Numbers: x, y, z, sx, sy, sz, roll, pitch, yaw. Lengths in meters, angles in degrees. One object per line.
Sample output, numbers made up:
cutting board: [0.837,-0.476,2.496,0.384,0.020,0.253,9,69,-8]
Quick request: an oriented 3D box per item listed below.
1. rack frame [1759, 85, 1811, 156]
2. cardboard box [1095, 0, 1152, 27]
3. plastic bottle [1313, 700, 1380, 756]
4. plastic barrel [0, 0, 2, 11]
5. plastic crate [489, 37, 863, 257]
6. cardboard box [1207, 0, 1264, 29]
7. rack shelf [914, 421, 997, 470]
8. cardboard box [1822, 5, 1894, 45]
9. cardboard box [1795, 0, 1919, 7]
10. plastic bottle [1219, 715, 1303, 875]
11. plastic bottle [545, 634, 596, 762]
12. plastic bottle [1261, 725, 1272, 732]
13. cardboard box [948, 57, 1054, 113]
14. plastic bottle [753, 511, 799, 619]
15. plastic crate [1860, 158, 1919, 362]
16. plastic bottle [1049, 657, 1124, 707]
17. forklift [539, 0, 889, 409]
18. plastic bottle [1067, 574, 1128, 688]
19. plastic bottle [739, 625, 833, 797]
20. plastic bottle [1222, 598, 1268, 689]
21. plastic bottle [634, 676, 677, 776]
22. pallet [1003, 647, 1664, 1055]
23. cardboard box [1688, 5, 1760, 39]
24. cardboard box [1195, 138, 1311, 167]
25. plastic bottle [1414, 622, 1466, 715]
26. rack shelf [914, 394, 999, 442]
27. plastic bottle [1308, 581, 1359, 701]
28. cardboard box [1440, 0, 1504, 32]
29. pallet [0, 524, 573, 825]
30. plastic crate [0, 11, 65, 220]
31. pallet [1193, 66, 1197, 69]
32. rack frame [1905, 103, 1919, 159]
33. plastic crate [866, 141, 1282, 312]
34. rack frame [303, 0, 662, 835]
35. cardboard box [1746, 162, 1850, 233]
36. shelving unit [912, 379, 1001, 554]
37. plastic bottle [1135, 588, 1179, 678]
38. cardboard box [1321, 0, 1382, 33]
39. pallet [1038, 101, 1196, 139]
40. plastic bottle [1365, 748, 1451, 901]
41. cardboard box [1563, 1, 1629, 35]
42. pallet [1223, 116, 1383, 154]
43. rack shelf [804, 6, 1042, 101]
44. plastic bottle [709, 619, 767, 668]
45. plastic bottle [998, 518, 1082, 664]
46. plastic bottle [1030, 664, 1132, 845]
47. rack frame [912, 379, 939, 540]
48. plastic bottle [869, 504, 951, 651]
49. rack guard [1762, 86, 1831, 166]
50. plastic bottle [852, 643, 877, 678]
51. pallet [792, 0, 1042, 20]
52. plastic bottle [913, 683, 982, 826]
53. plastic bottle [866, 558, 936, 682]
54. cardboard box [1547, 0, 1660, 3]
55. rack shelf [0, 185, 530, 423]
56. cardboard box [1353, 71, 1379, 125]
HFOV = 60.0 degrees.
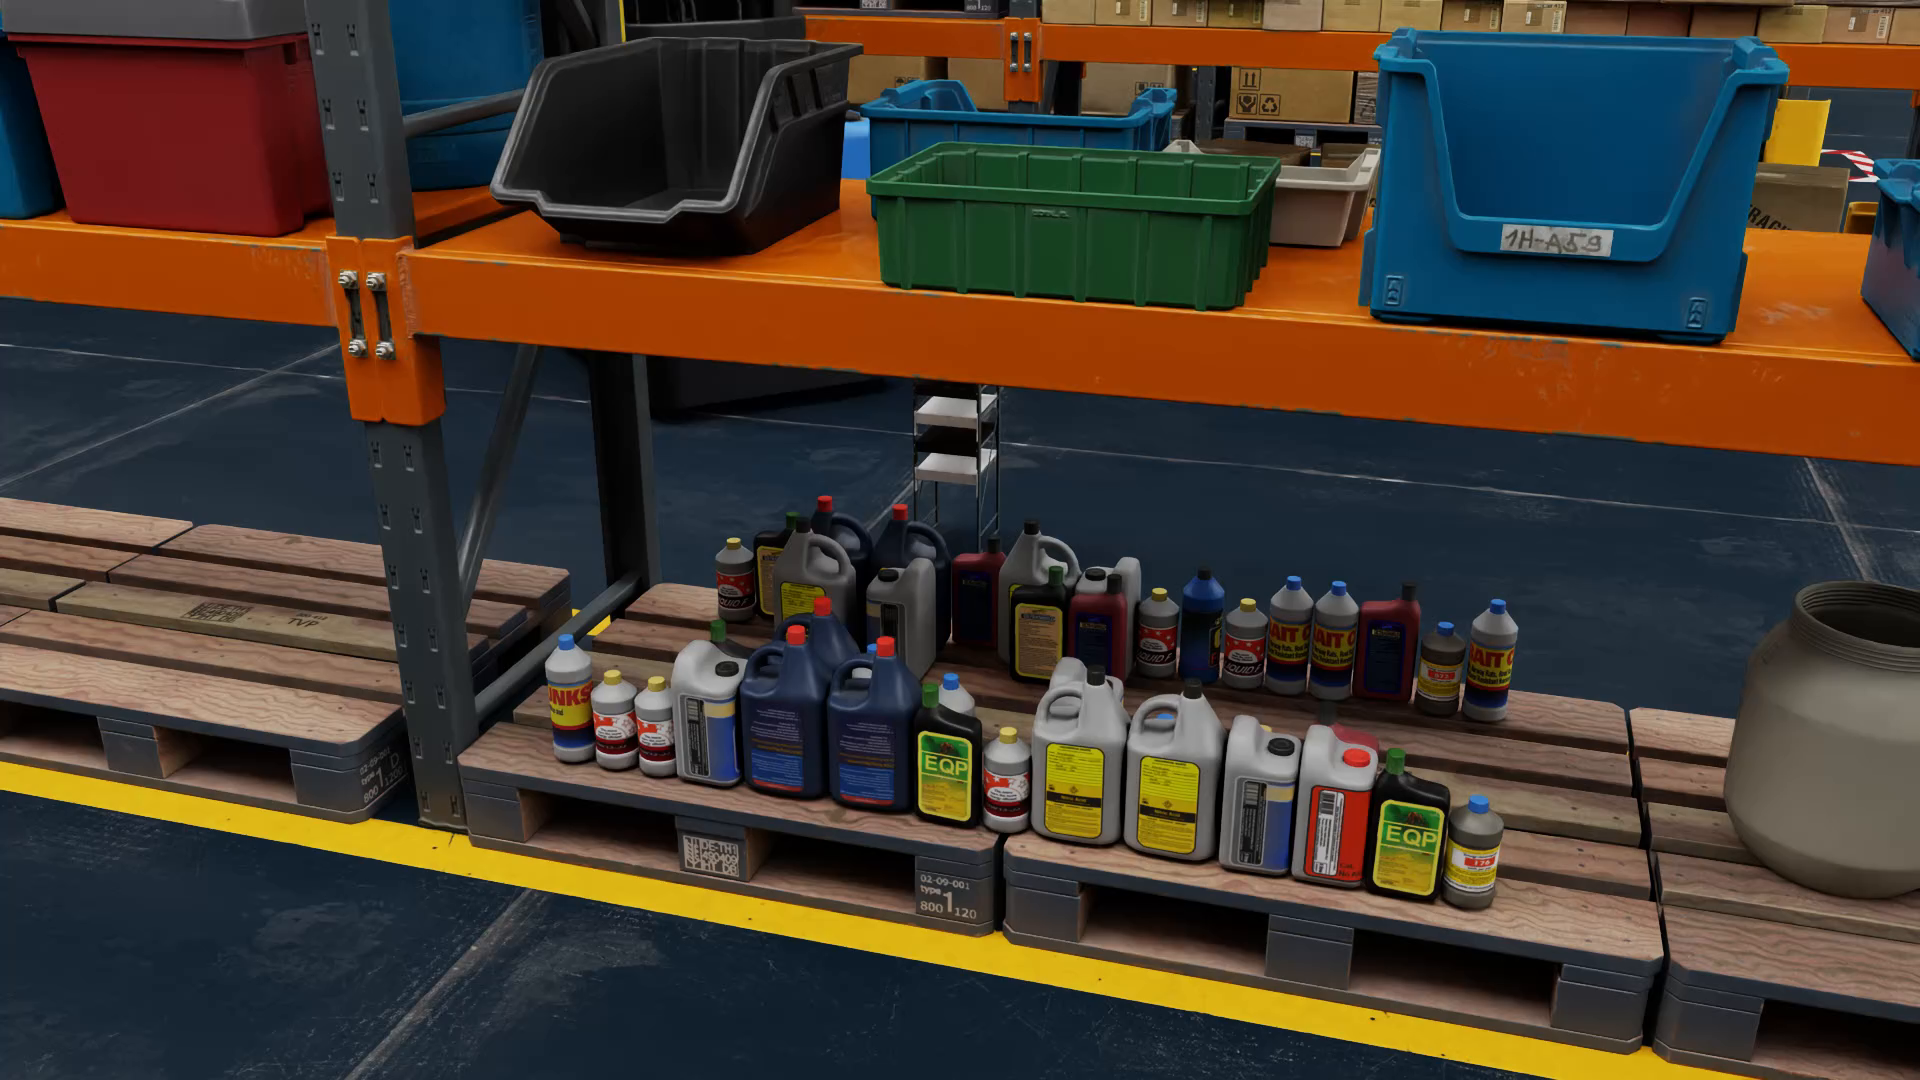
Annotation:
rack frame: [5.786,-4.076,11.255,0.127,3.000,1.000,7,23,16]
cardboard box: [0.782,-2.442,7.603,0.250,0.149,0.380,7,23,16]
plastic bottle: [0.738,0.449,3.222,0.133,0.283,0.061,7,23,16]
plastic barrel: [-2.558,-1.252,4.190,0.433,0.535,0.433,0,22,0]
plastic crate: [-0.539,-0.792,3.329,0.504,0.338,0.767,7,23,16]
cardboard box: [1.271,-2.401,7.502,0.250,0.149,0.380,7,23,16]
rack shelf: [-0.008,-0.303,5.148,0.200,0.077,0.258,7,23,16]
cardboard box: [3.685,-2.153,6.897,0.250,0.149,0.380,7,23,16]
cardboard box: [3.738,-2.539,6.984,0.500,0.500,0.875,7,23,16]
plastic bottle: [0.575,0.476,3.166,0.135,0.276,0.152,6,23,14]
plastic bottle: [-0.825,0.329,3.531,0.097,0.271,0.097,0,22,0]
plastic bottle: [0.593,0.463,3.295,0.097,0.201,0.097,0,22,0]
cardboard box: [0.414,-3.811,13.018,0.750,0.750,1.050,7,23,15]
plastic bottle: [-0.448,0.062,4.166,0.133,0.283,0.061,8,24,18]
plastic crate: [1.640,-0.436,2.577,0.408,0.251,0.499,7,23,16]
plastic bottle: [0.256,0.383,3.394,0.135,0.276,0.152,7,23,16]
forklift: [-1.381,-2.371,7.189,1.130,2.935,3.031,-11,25,-26]
plastic bottle: [0.314,0.209,3.806,0.133,0.283,0.061,7,23,16]
plastic bottle: [-0.351,0.337,3.406,0.185,0.351,0.144,7,23,17]
plastic bottle: [0.662,0.234,3.854,0.097,0.201,0.097,0,22,0]
plastic bottle: [-0.630,0.384,3.490,0.097,0.201,0.097,0,22,0]
pallet: [0.799,0.588,3.559,1.213,0.211,1.003,7,23,16]
cardboard box: [3.196,-2.194,6.998,0.250,0.149,0.380,7,23,16]
cardboard box: [1.349,-1.643,8.063,0.500,0.500,0.500,15,27,32]
plastic bottle: [1.081,0.282,3.737,0.097,0.201,0.097,0,22,0]
rack shelf: [-0.008,-0.386,5.114,0.200,0.077,0.258,7,23,16]
plastic bottle: [0.852,0.224,3.788,0.097,0.271,0.097,0,22,0]
cardboard box: [2.239,-2.304,7.265,0.250,0.149,0.380,7,23,16]
pallet: [-1.767,0.294,4.275,1.213,0.211,1.003,7,23,16]
plastic crate: [-2.149,-0.925,3.592,0.575,0.384,0.392,7,23,16]
pallet: [2.544,-5.119,17.471,1.213,0.211,1.003,7,23,16]
rack frame: [4.257,-2.285,6.888,0.127,3.000,1.000,7,23,16]
plastic crate: [0.215,-0.575,2.998,0.662,0.188,0.450,7,23,16]
rack frame: [-1.003,-0.924,3.570,0.127,3.000,1.000,7,23,16]
cardboard box: [3.664,-1.397,7.465,0.500,0.500,0.500,11,25,25]
shelving unit: [-0.008,-0.417,5.101,0.210,0.900,0.258,7,23,16]
plastic bottle: [0.465,0.212,3.909,0.097,0.201,0.097,0,22,0]
cardboard box: [1.750,-2.346,7.369,0.250,0.149,0.380,7,23,16]
pallet: [1.196,-3.282,12.992,1.213,0.211,1.003,7,23,16]
plastic bottle: [0.824,0.519,3.051,0.133,0.283,0.061,7,23,17]
cardboard box: [2.723,-2.256,7.149,0.250,0.149,0.380,7,23,16]
pallet: [2.662,-3.113,12.580,1.213,0.211,1.003,7,23,15]
rack shelf: [-1.488,-2.610,8.628,4.000,0.370,1.077,7,23,16]
plastic bottle: [-0.477,0.310,3.561,0.133,0.283,0.061,7,23,16]
plastic bottle: [0.189,0.120,3.935,0.185,0.351,0.144,6,23,15]
plastic bottle: [0.237,0.405,3.242,0.185,0.351,0.144,6,23,15]
rack frame: [-0.105,-0.428,5.129,0.006,0.900,0.240,7,23,16]
plastic bottle: [-0.120,0.085,4.021,0.185,0.351,0.144,5,23,13]
rack guard: [5.809,-2.917,11.723,0.348,0.500,1.175,7,23,16]
plastic bottle: [-0.177,0.346,3.489,0.097,0.271,0.097,0,22,0]
pallet: [-0.262,-2.771,8.327,1.213,0.211,1.003,7,23,16]
plastic bottle: [-0.024,0.422,3.287,0.133,0.283,0.061,8,23,18]
plastic bottle: [-0.139,0.176,3.898,0.135,0.276,0.152,7,23,16]
cardboard box: [2.759,-2.621,7.183,0.500,0.500,0.875,7,23,16]
rack shelf: [-2.918,-0.810,4.241,4.000,0.370,1.077,7,23,16]
cardboard box: [3.403,-3.534,12.179,0.875,0.875,0.875,7,23,16]
